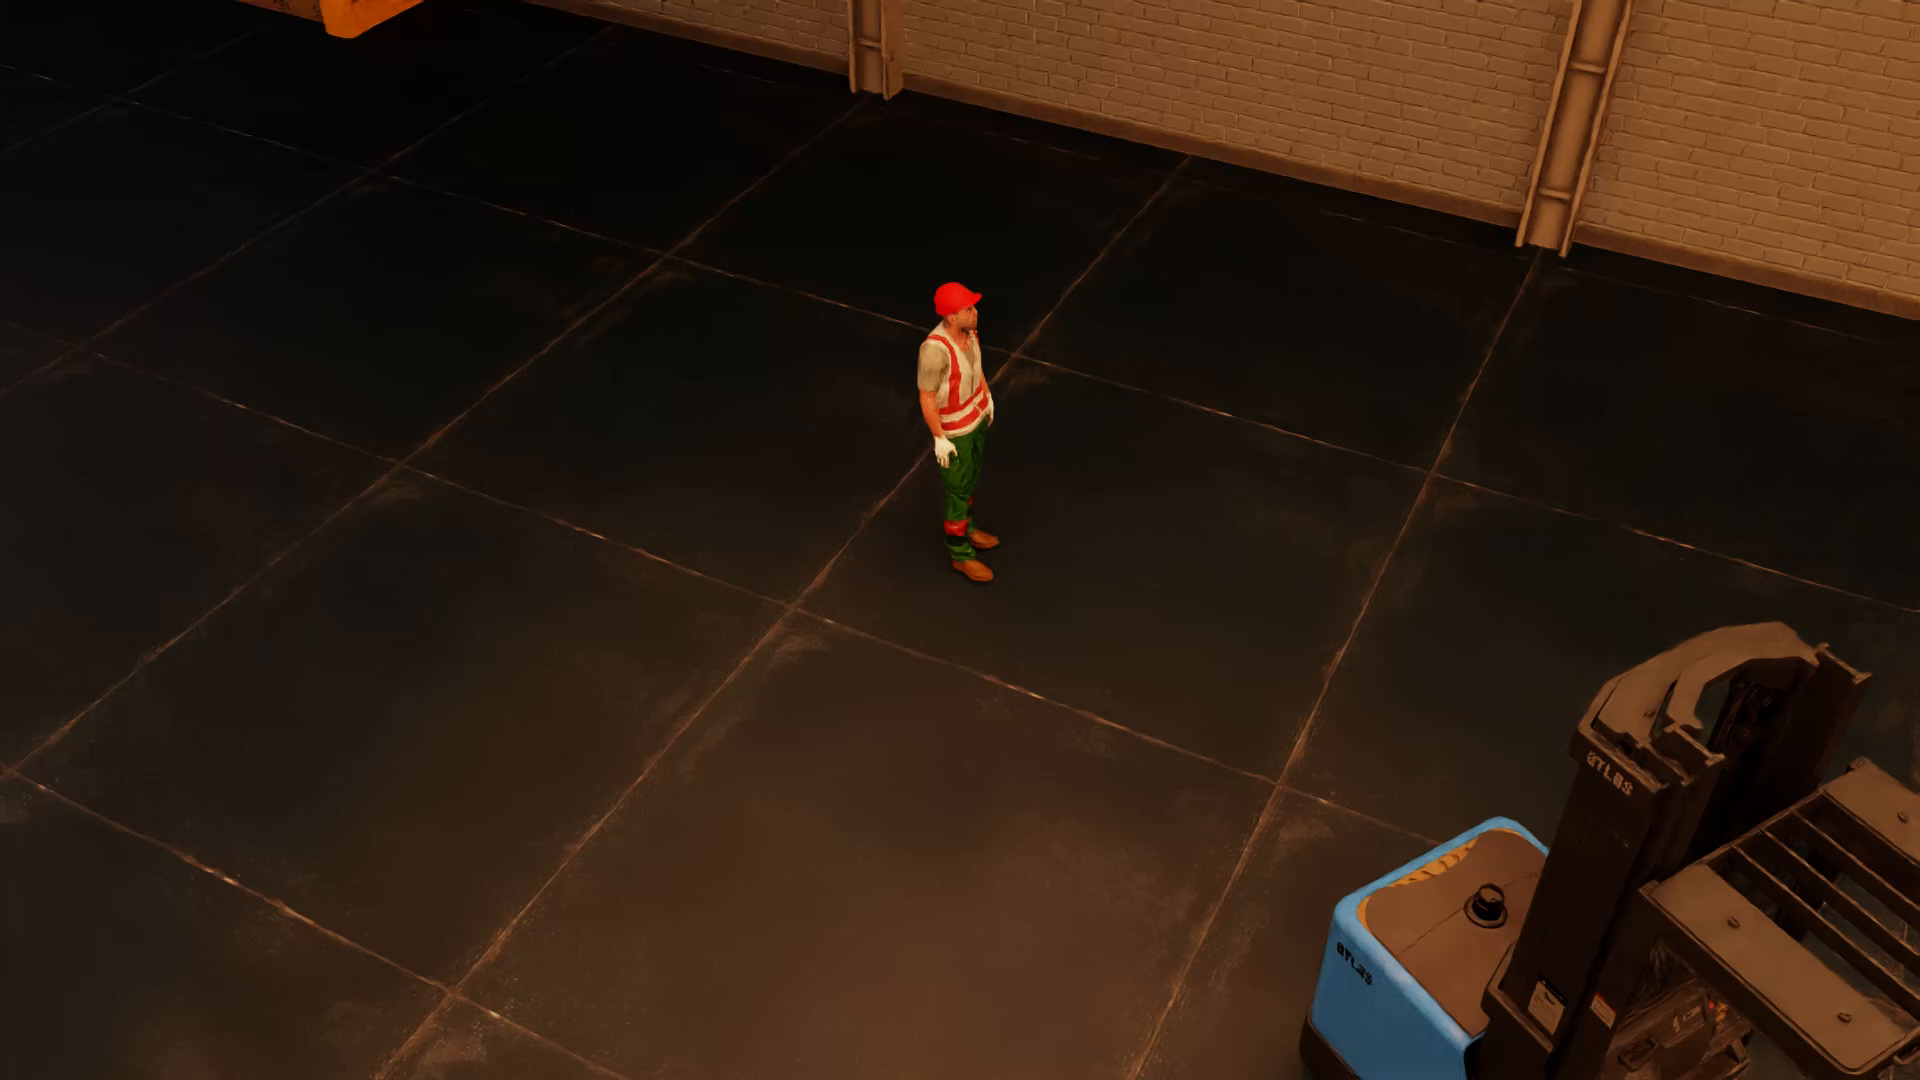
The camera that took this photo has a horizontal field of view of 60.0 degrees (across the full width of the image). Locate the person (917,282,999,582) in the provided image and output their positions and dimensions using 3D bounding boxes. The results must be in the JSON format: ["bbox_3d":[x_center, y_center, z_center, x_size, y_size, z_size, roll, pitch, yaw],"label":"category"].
[{"bbox_3d":[0.063,-0.661,9.646,0.556,1.787,0.637,18,43,21],"label":"person"}]

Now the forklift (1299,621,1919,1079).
[{"bbox_3d":[2.708,1.850,5.790,1.130,2.935,3.031,-21,44,-23],"label":"forklift"}]
